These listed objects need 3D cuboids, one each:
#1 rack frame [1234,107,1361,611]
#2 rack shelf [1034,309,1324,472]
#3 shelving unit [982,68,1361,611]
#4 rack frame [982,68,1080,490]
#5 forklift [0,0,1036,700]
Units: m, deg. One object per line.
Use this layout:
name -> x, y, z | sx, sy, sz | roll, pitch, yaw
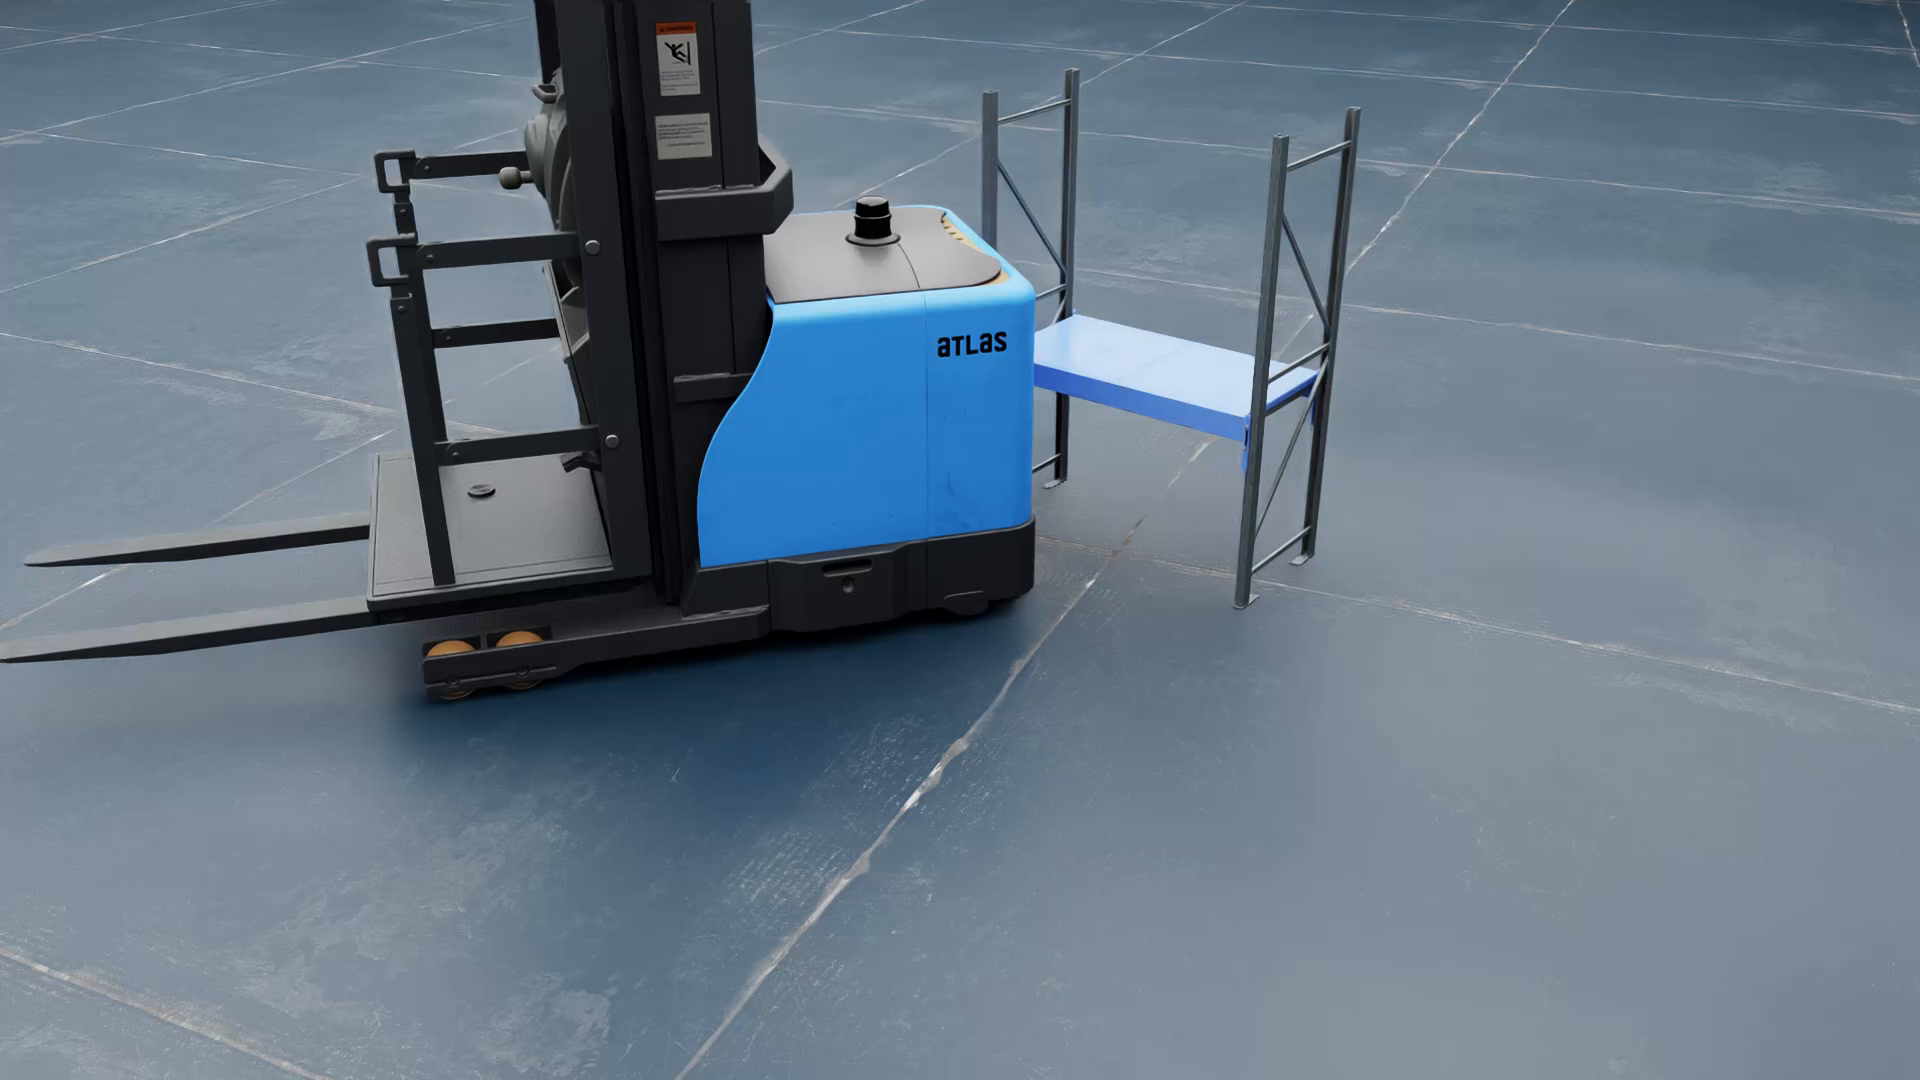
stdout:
rack frame -> 1.039, -0.539, 5.146 | 0.032, 1.500, 0.500 | 19, 32, 33
rack shelf -> 0.637, -0.515, 5.505 | 1.000, 0.185, 0.538 | 19, 32, 33
shelving unit -> 0.637, -0.676, 5.426 | 1.048, 1.500, 0.538 | 19, 32, 33
rack frame -> 0.235, -0.814, 5.705 | 0.032, 1.500, 0.500 | 19, 32, 33
forklift -> -1.339, -1.114, 4.694 | 3.031, 2.935, 1.130 | -7, 27, -15
